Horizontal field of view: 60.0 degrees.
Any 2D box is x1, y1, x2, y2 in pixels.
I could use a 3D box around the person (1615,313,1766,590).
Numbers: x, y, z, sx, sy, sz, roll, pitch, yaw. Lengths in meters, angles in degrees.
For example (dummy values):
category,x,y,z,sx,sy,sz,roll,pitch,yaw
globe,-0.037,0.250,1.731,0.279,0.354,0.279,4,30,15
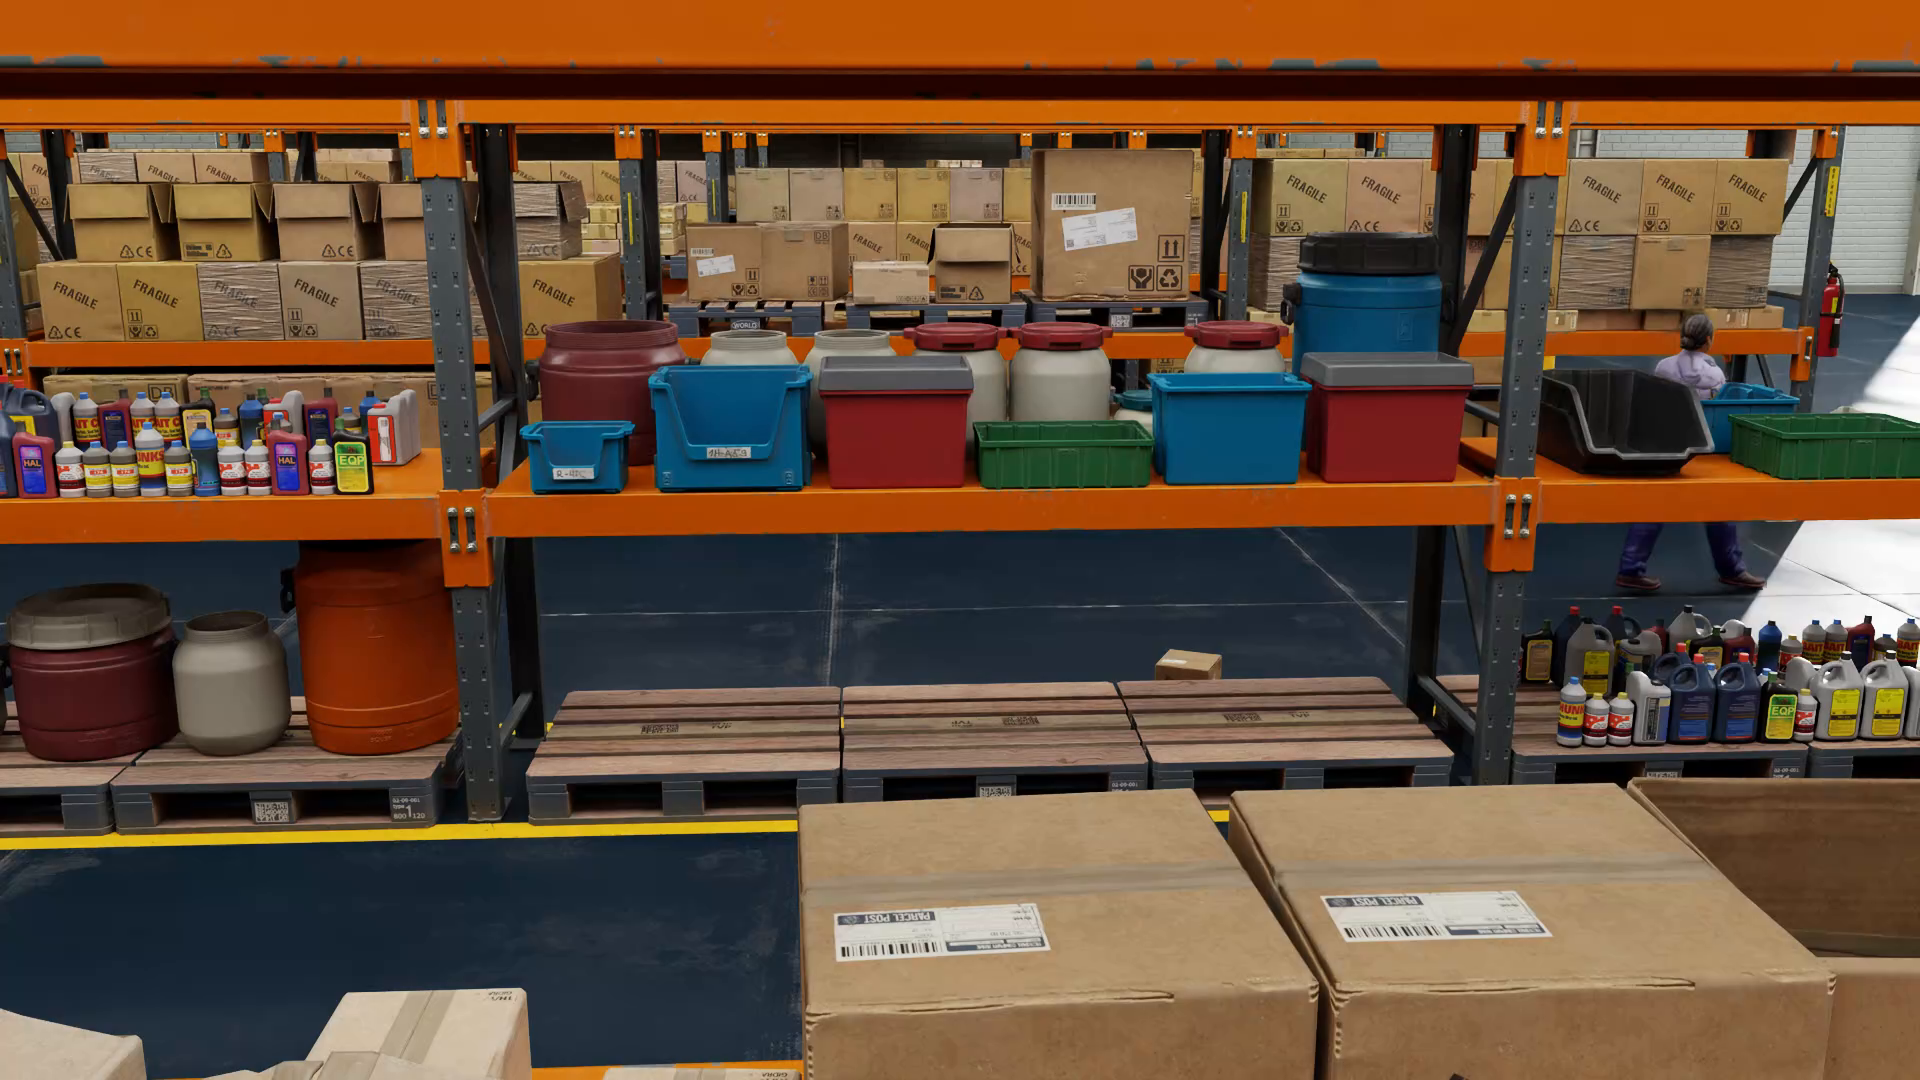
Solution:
category,x,y,z,sx,sy,sz,roll,pitch,yaw
person,4.255,-0.510,9.579,0.903,1.603,0.511,-7,15,-25
